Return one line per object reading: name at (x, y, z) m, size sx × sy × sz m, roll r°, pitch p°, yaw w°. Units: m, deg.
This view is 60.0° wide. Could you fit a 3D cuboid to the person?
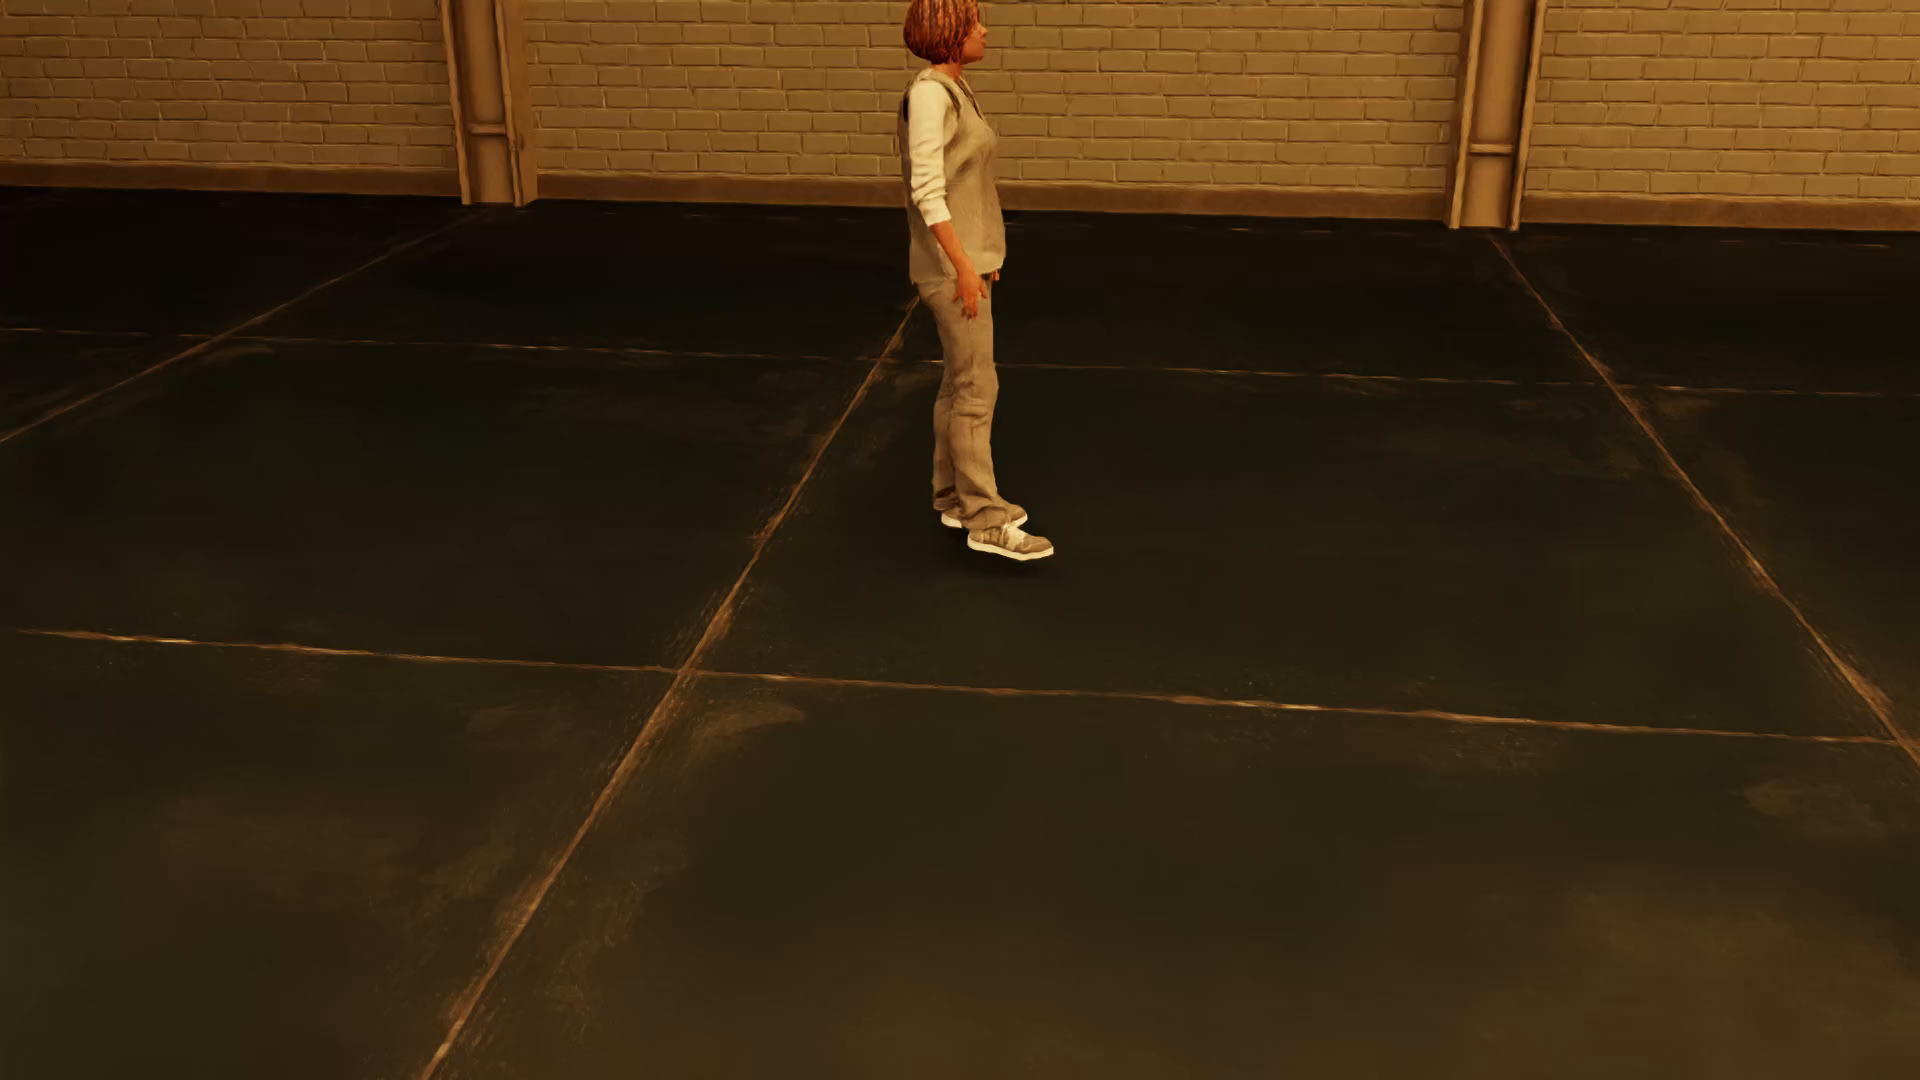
person at (0.077, -0.665, 4.884) m, size 0.463 × 1.360 × 0.521 m, roll 3°, pitch 22°, yaw 7°
